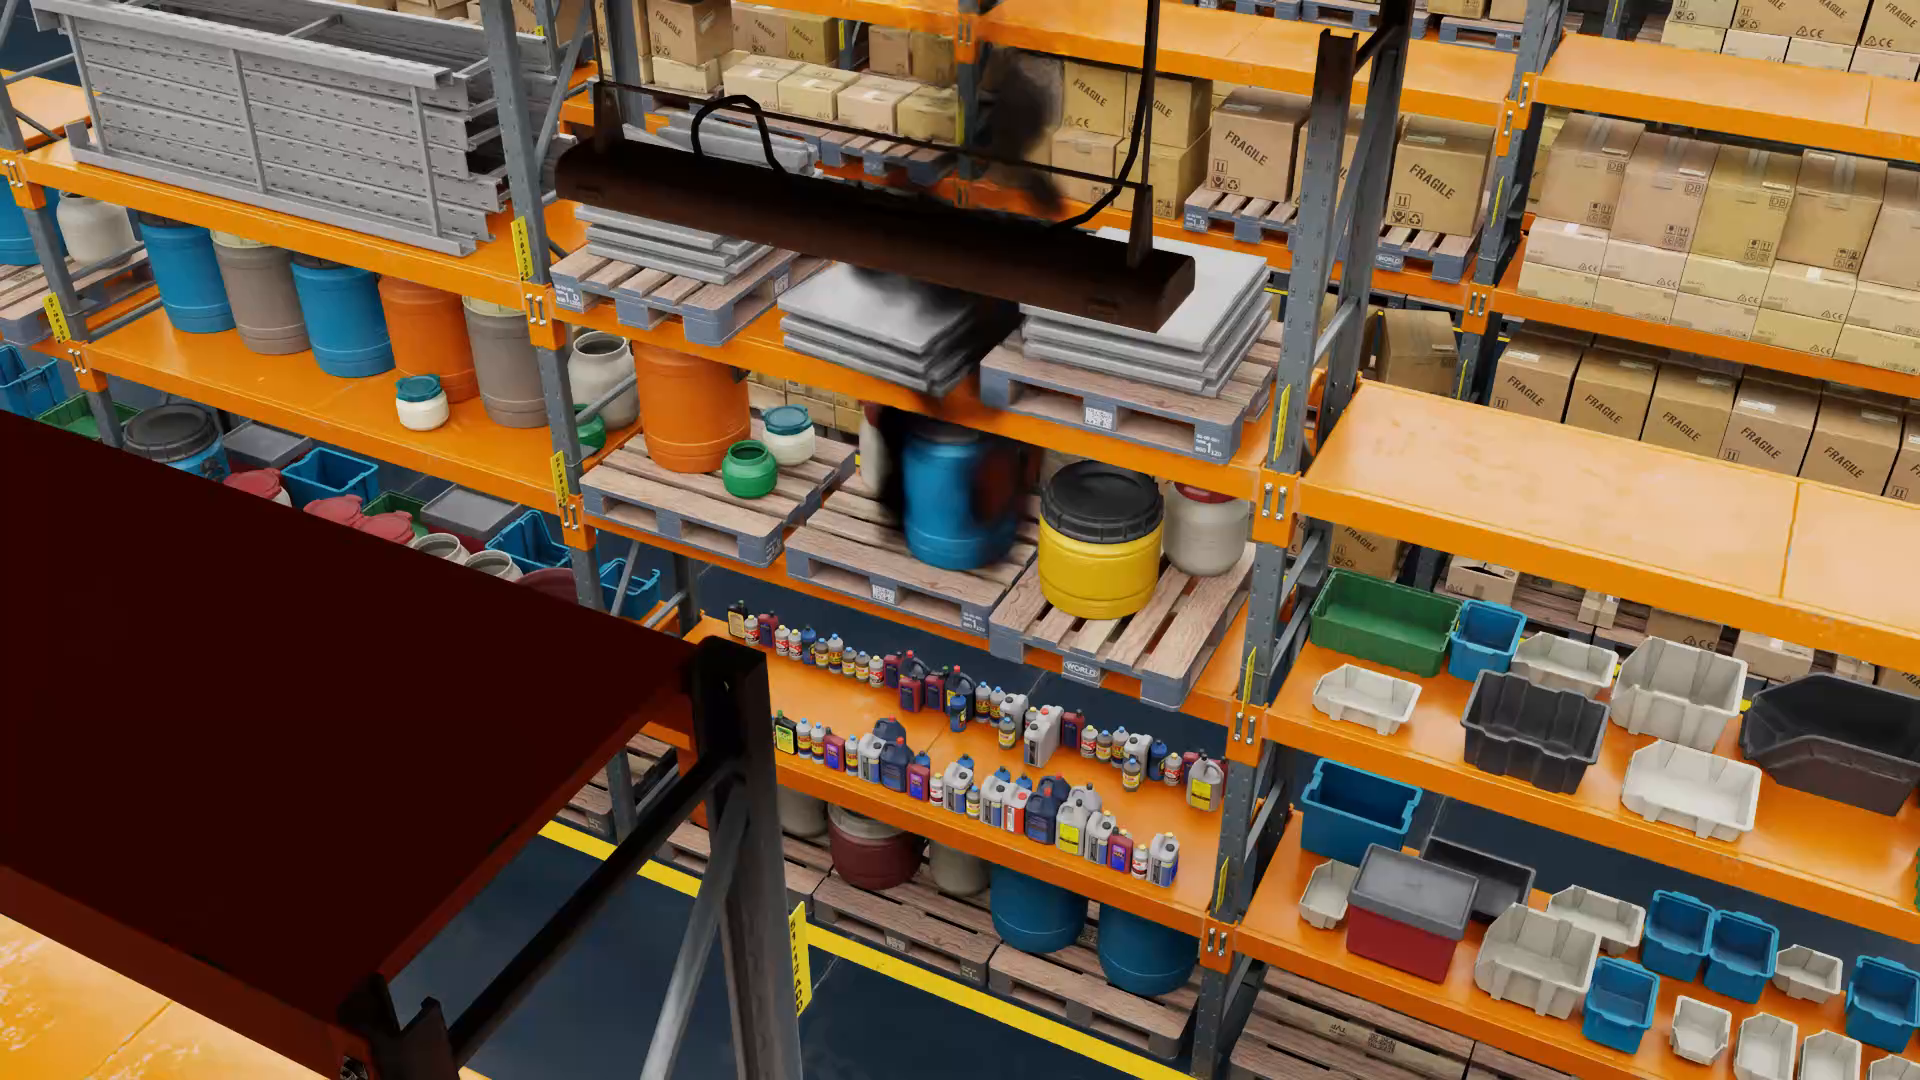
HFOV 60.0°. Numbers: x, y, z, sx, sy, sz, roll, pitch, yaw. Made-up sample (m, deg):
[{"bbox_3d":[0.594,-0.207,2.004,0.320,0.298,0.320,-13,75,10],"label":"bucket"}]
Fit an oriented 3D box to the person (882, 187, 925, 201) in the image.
[{"bbox_3d":[-0.615,-3.202,17.041,0.642,1.645,0.615,10,36,14],"label":"person"}]
